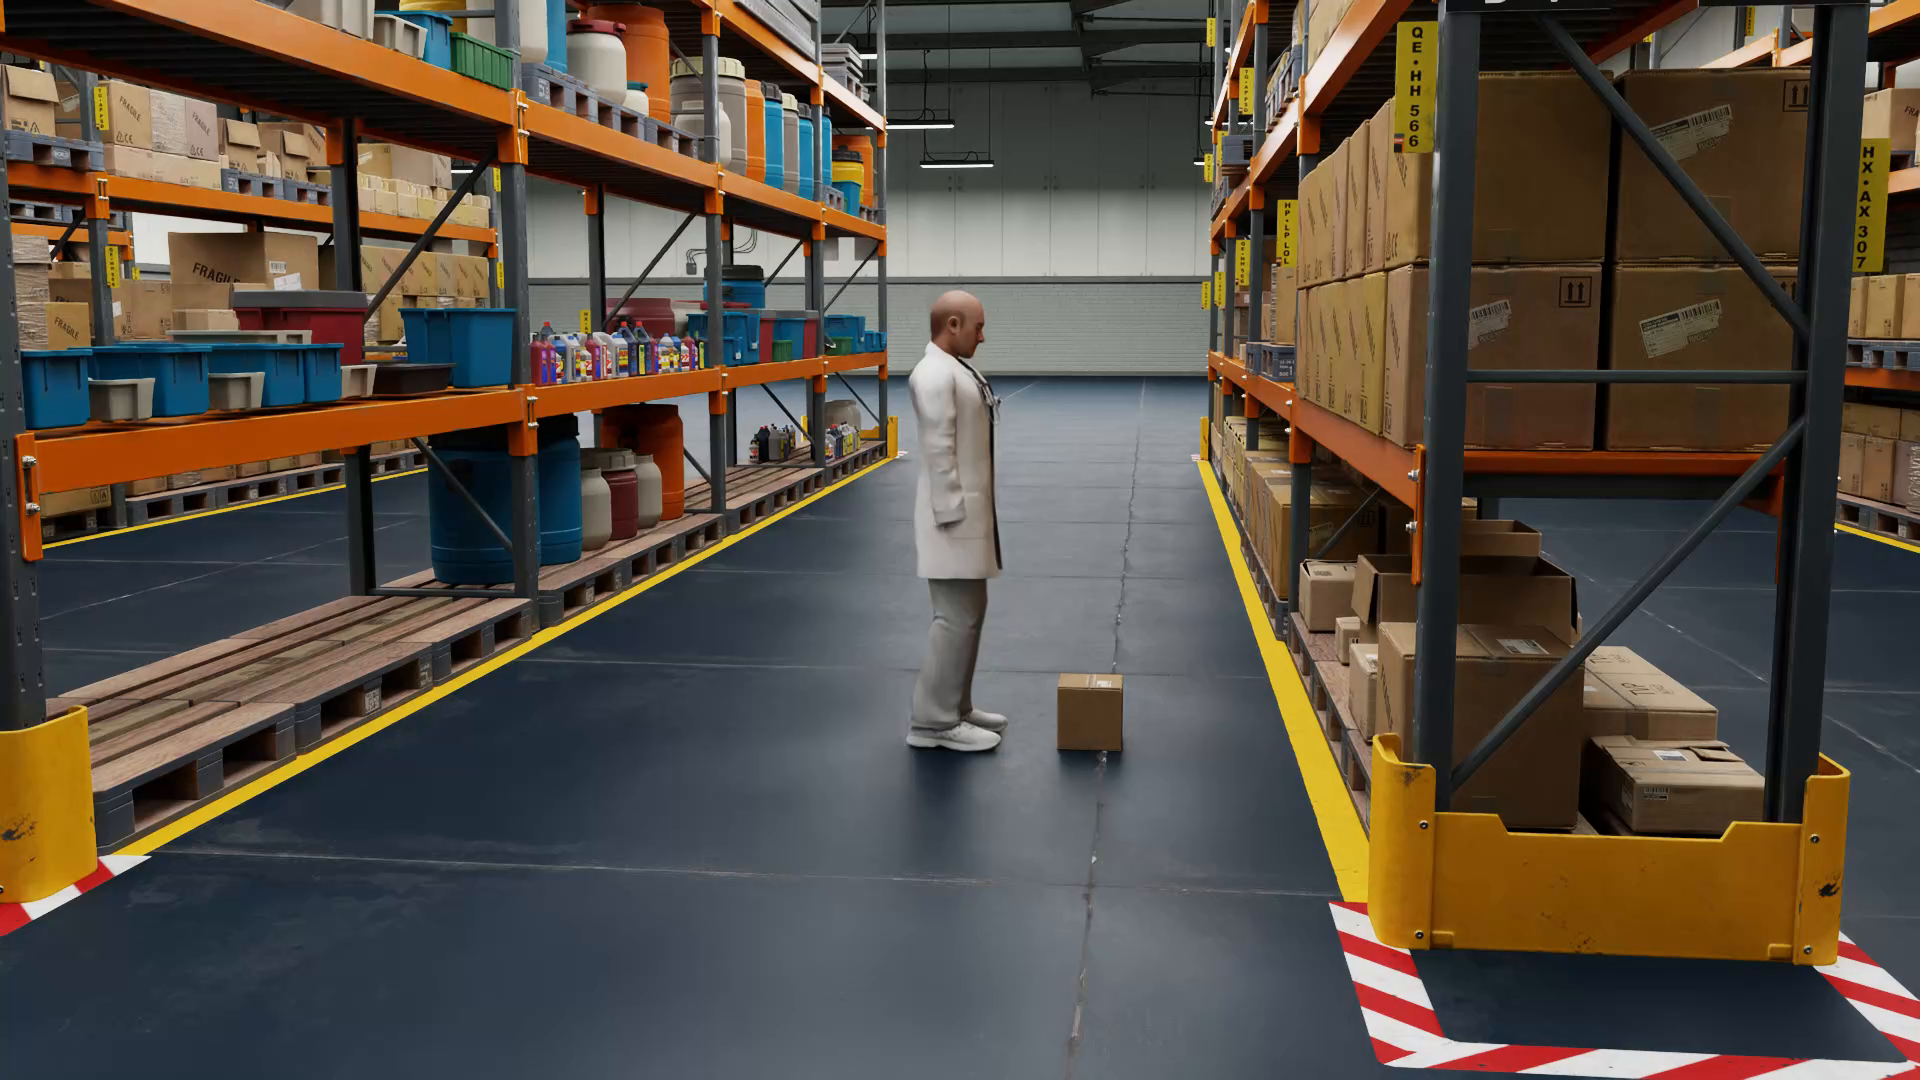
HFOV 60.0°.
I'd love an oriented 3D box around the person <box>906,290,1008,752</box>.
[{"bbox_3d":[-0.005,-0.086,6.537,0.377,1.774,0.562,1,7,7],"label":"person"}]
